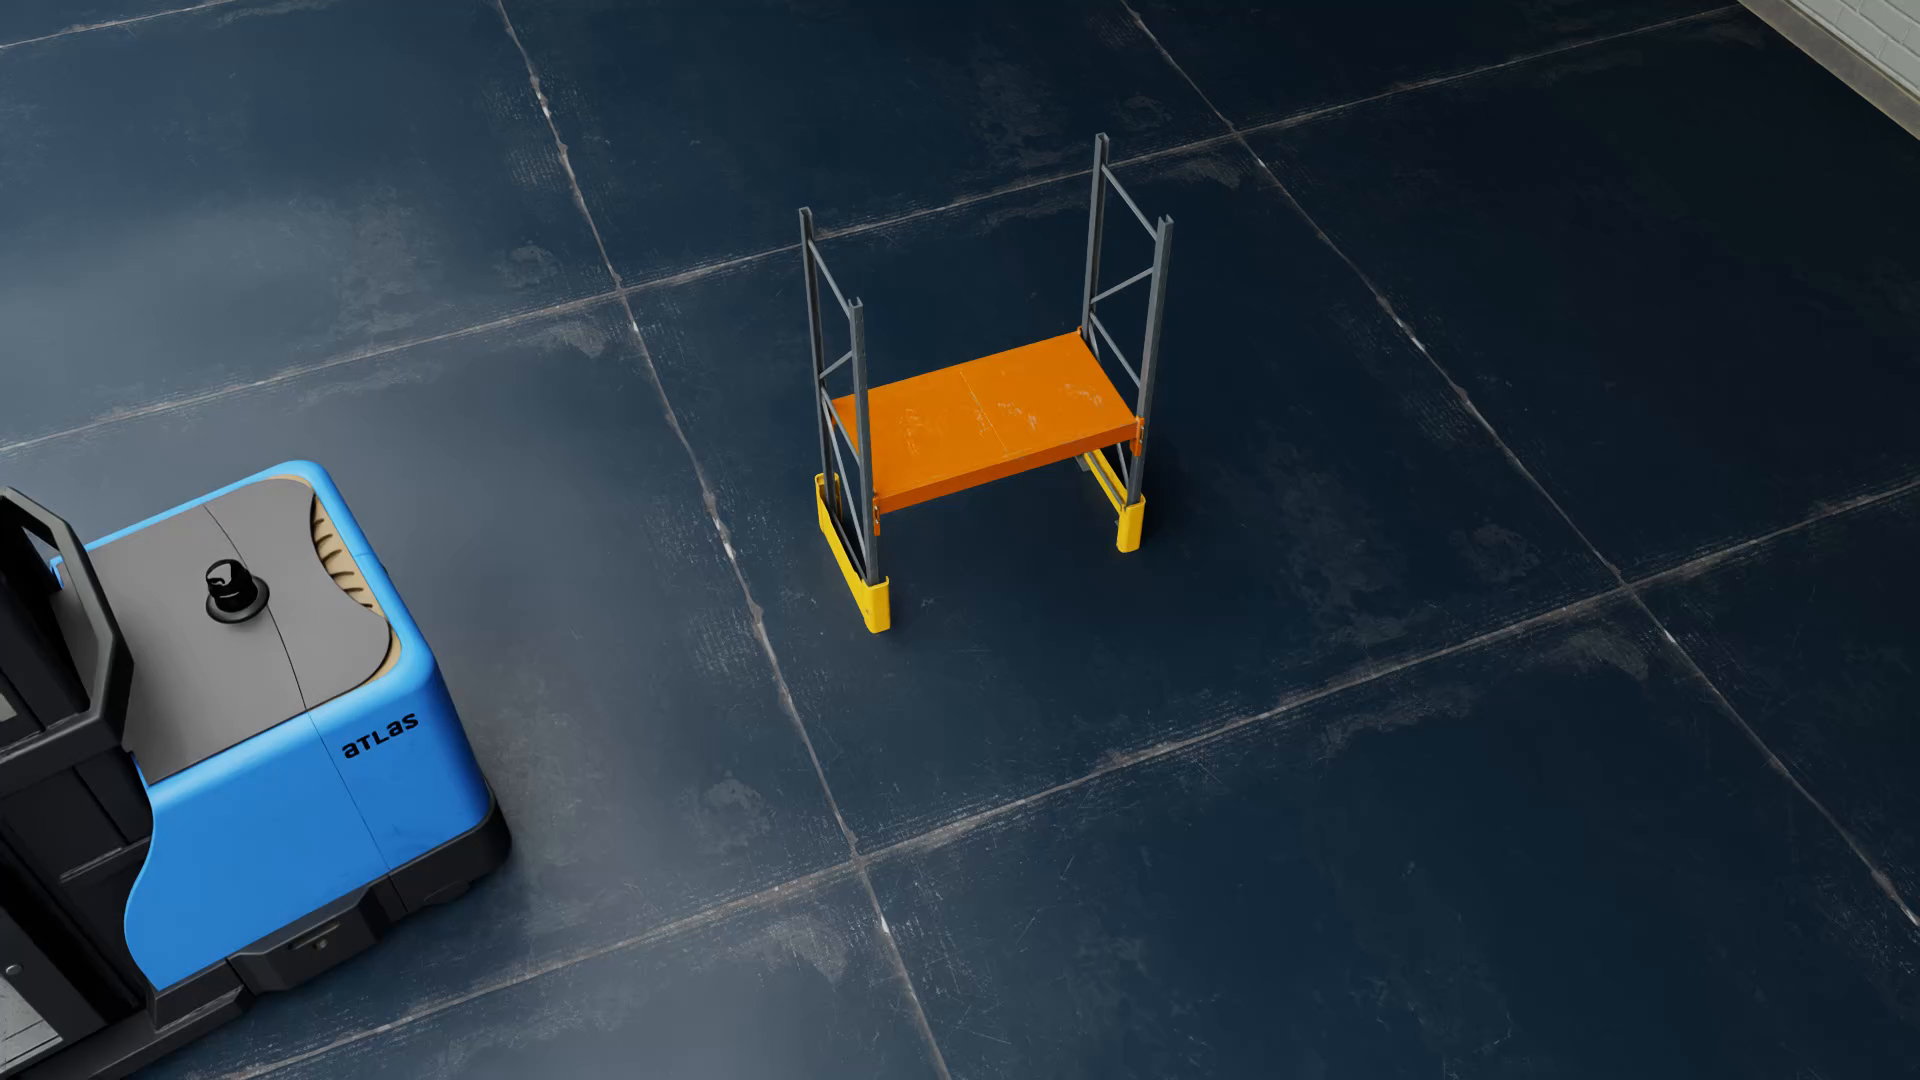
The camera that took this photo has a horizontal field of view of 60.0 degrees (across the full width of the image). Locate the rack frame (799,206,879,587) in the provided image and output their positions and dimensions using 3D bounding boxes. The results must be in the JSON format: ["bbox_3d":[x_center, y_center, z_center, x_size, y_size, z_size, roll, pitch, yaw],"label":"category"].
[{"bbox_3d":[-0.392,-0.367,5.577,0.032,1.500,0.500,-17,52,-14],"label":"rack frame"}]

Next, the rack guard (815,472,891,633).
[{"bbox_3d":[-0.390,0.040,6.051,0.087,0.250,0.587,-17,52,-14],"label":"rack guard"}]

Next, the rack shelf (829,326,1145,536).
[{"bbox_3d":[0.079,-0.396,5.838,1.000,0.185,0.538,-17,52,-14],"label":"rack shelf"}]

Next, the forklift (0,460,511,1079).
[{"bbox_3d":[-2.944,0.405,3.970,3.031,2.935,1.130,-27,55,-21],"label":"forklift"}]

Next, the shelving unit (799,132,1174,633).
[{"bbox_3d":[0.071,-0.511,5.700,1.083,1.500,0.587,-17,52,-14],"label":"shelving unit"}]

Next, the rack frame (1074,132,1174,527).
[{"bbox_3d":[0.550,-0.659,5.827,0.032,1.500,0.500,-17,52,-14],"label":"rack frame"}]

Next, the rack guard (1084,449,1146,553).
[{"bbox_3d":[0.532,-0.246,6.297,0.087,0.250,0.587,-17,52,-14],"label":"rack guard"}]
